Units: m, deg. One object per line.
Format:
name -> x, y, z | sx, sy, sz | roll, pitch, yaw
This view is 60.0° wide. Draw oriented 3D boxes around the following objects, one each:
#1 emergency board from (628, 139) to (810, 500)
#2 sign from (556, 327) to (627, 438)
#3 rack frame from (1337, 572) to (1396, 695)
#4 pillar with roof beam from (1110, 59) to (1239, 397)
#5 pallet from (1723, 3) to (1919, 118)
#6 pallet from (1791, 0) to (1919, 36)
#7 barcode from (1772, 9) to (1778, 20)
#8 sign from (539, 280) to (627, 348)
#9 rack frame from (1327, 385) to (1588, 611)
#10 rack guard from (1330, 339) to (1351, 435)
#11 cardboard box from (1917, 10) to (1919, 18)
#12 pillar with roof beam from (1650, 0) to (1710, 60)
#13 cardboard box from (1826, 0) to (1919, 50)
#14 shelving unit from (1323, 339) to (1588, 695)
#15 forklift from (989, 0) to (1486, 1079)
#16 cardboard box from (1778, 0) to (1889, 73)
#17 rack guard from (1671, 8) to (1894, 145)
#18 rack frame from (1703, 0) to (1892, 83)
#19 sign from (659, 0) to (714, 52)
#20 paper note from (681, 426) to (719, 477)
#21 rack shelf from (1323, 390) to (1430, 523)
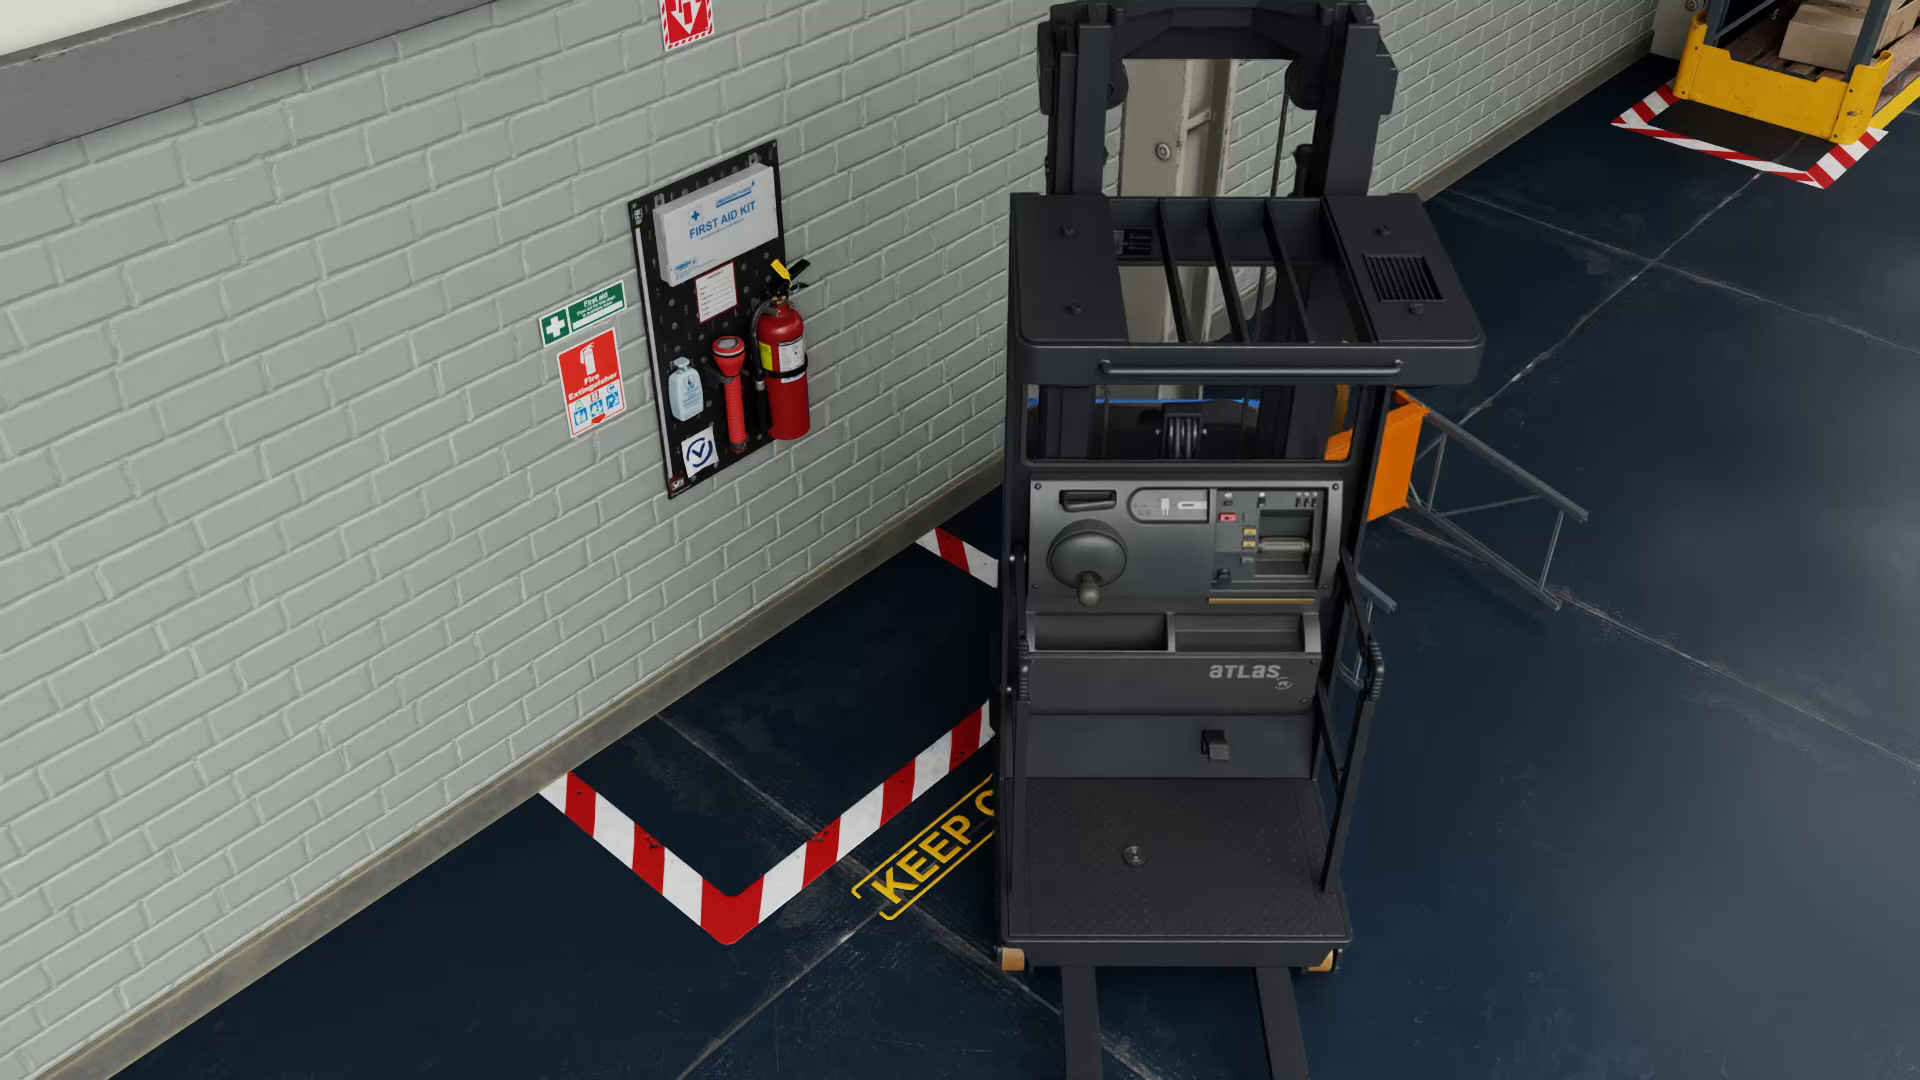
emergency board -> -0.758, -0.713, 5.736 | 0.194, 1.169, 0.643 | 30, 47, 32
sign -> -1.207, -0.516, 5.460 | 0.001, 0.329, 0.234 | 30, 47, 32
rack frame -> 1.182, 0.032, 6.717 | 0.032, 0.500, 1.500 | -21, 43, -25
pillar with roof beam -> 4.115, -2.372, 3.003 | 9.100, 9.000, 0.400 | 30, 47, 32
pallet -> 5.777, -3.205, 11.112 | 1.003, 0.211, 1.213 | 30, 47, 32
pallet -> 6.600, -3.763, 11.813 | 1.003, 0.211, 1.213 | 30, 47, 32
barcode -> 5.402, -3.483, 11.020 | 0.001, 0.075, 0.075 | 30, 47, 32
sign -> -1.197, -0.722, 5.293 | 0.001, 0.109, 0.331 | 30, 47, 32
rack frame -> 2.044, -0.303, 7.138 | 0.032, 0.500, 1.500 | -21, 43, -25
rack guard -> 1.712, -0.632, 7.553 | 0.087, 0.587, 0.250 | -21, 43, -25
cardboard box -> 6.601, -3.955, 11.469 | 0.700, 0.500, 0.500 | 27, 46, 29
pillar with roof beam -> 8.163, -5.129, 6.470 | 9.100, 9.000, 0.400 | 30, 47, 32
cardboard box -> 6.070, -3.565, 11.131 | 0.500, 0.311, 0.500 | -30, 47, -32
shelving unit -> 1.621, -0.138, 6.931 | 1.083, 0.587, 1.500 | -21, 43, -25
forklift -> 0.673, 0.072, 4.804 | 1.130, 2.935, 3.031 | 0, 38, 0
cardboard box -> 5.685, -3.304, 10.801 | 0.500, 0.311, 0.500 | 24, 44, 27
rack guard -> 5.203, -2.960, 10.571 | 1.175, 0.500, 0.348 | 30, 47, 32
rack frame -> 5.152, -3.904, 9.749 | 1.000, 3.000, 0.127 | 30, 47, 32
sign -> -0.837, -1.658, 5.063 | 0.001, 0.298, 0.199 | 30, 47, 32
paper note -> -0.928, -0.316, 5.945 | 0.016, 0.148, 0.142 | 30, 47, 32
rack shelf -> 1.518, -0.230, 7.047 | 1.000, 0.538, 0.185 | -21, 43, -25
